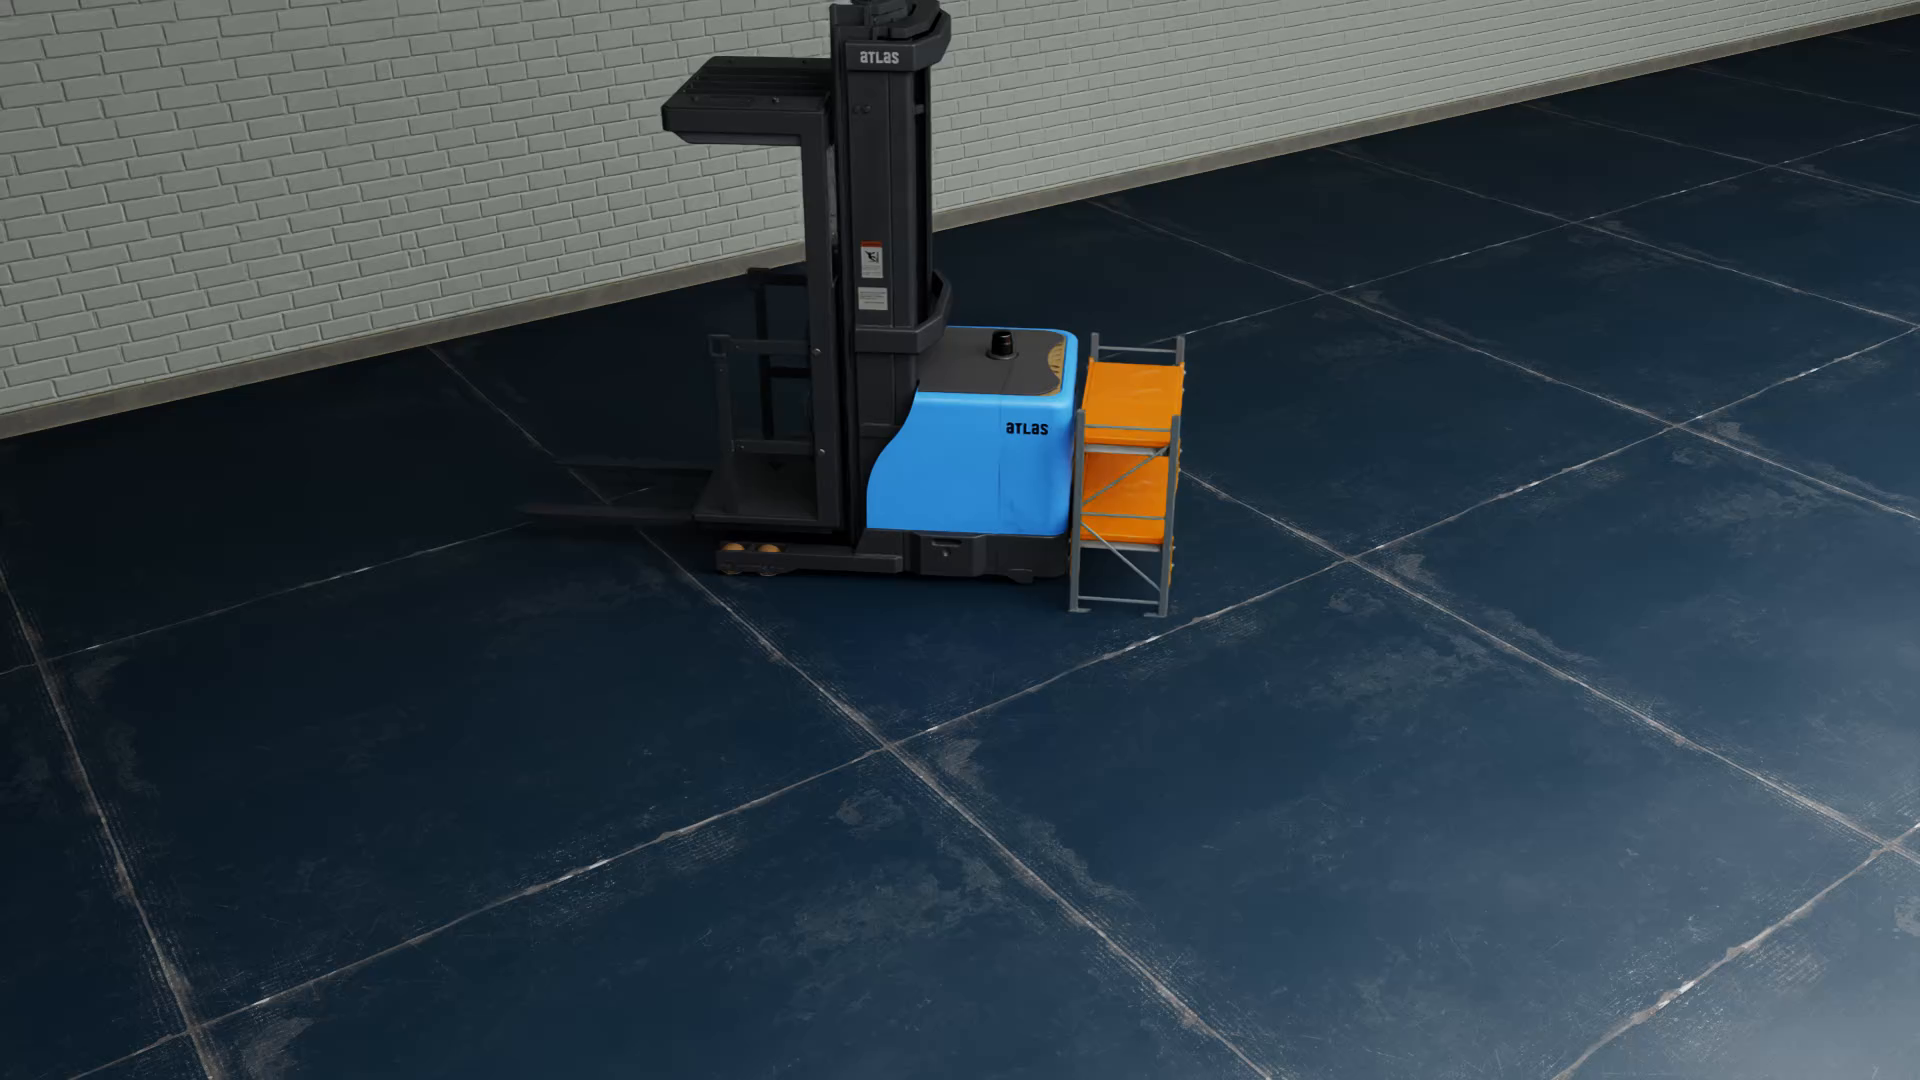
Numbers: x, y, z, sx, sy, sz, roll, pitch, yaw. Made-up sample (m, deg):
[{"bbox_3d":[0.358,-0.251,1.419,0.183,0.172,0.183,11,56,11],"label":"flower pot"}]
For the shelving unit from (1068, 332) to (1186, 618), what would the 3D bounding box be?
[{"bbox_3d":[0.882,-0.358,8.727,0.538,1.125,1.048,4,29,7],"label":"shelving unit"}]

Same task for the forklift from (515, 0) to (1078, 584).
[{"bbox_3d":[-0.891,-1.341,8.647,3.031,2.935,1.130,3,29,5],"label":"forklift"}]

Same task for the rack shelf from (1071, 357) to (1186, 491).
[{"bbox_3d":[0.882,-0.615,8.587,0.538,0.278,1.000,4,29,7],"label":"rack shelf"}]

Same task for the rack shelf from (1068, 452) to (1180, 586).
[{"bbox_3d":[0.882,-0.143,8.844,0.538,0.278,1.000,4,29,7],"label":"rack shelf"}]

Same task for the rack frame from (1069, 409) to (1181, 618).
[{"bbox_3d":[0.812,-0.117,8.285,0.500,1.125,0.032,4,29,7],"label":"rack frame"}]

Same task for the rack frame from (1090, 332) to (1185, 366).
[{"bbox_3d":[0.952,-0.599,9.169,0.500,1.125,0.032,4,29,7],"label":"rack frame"}]
